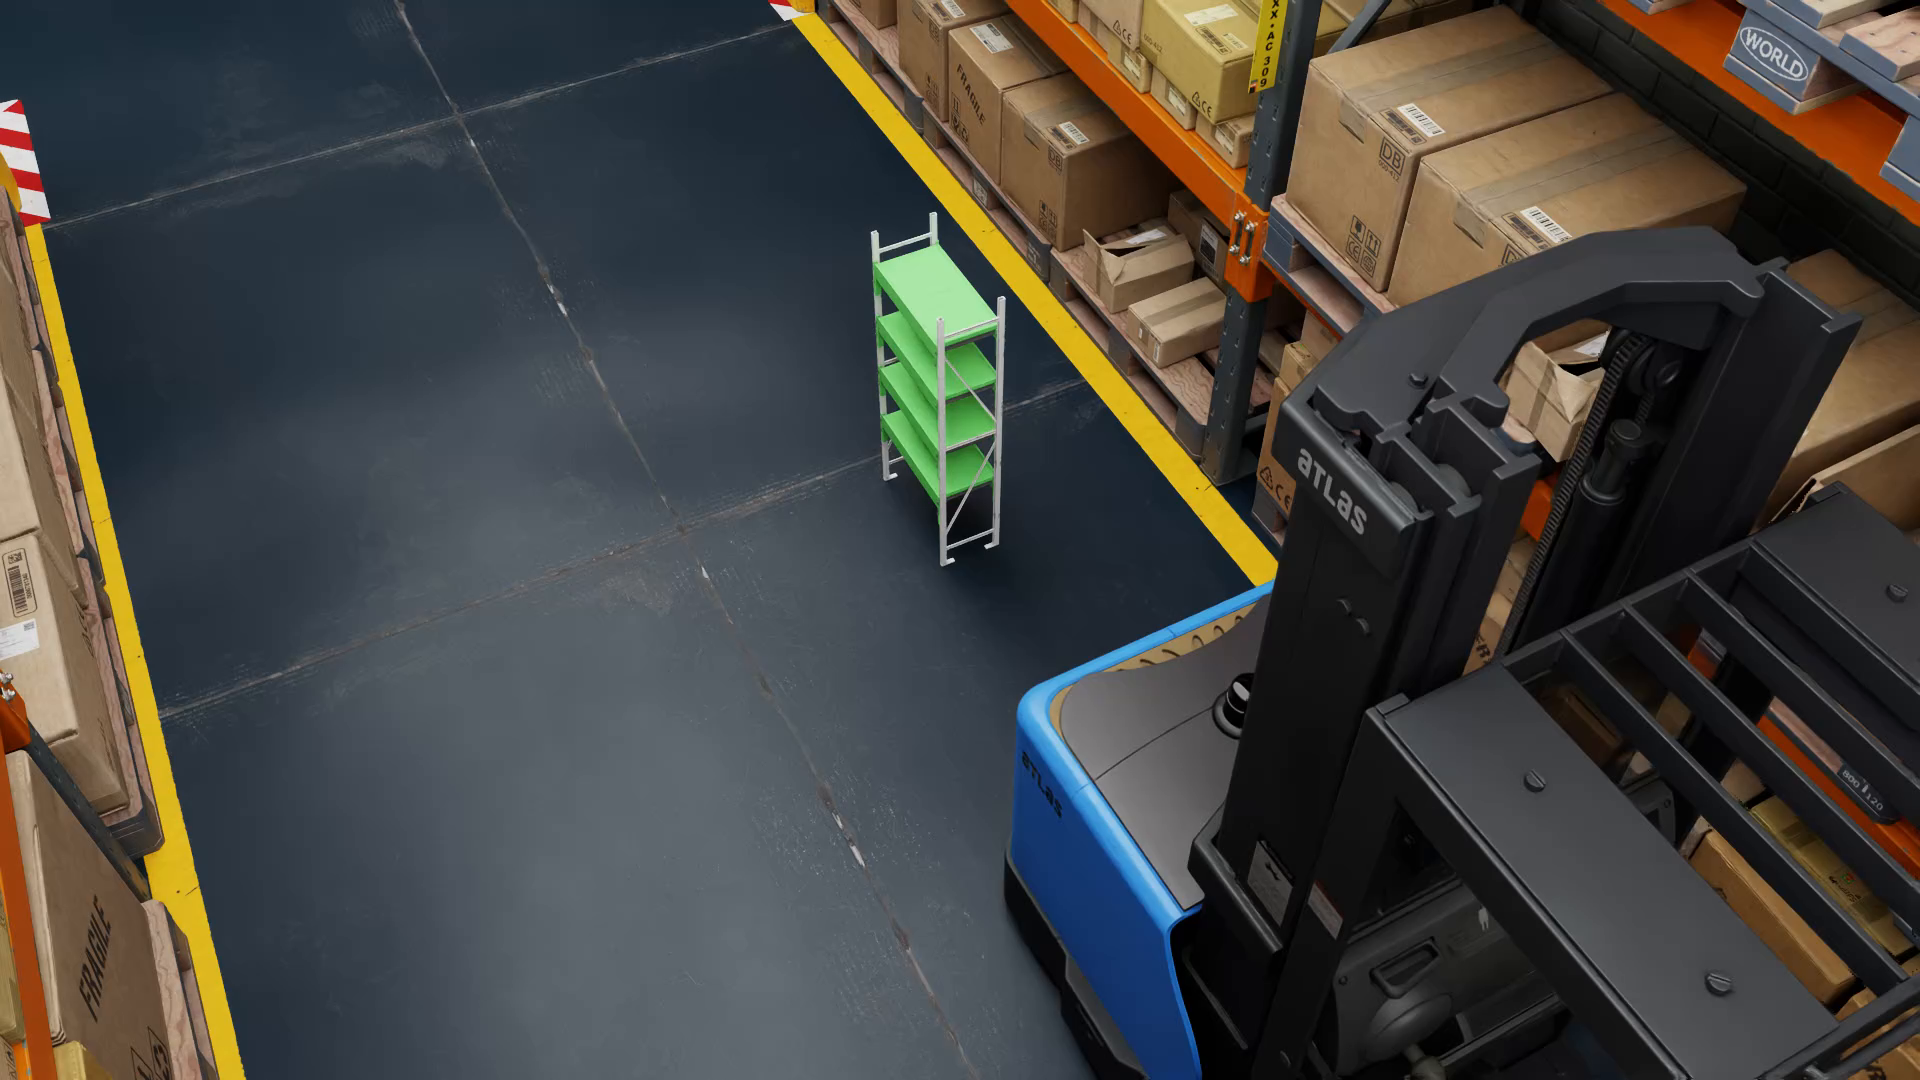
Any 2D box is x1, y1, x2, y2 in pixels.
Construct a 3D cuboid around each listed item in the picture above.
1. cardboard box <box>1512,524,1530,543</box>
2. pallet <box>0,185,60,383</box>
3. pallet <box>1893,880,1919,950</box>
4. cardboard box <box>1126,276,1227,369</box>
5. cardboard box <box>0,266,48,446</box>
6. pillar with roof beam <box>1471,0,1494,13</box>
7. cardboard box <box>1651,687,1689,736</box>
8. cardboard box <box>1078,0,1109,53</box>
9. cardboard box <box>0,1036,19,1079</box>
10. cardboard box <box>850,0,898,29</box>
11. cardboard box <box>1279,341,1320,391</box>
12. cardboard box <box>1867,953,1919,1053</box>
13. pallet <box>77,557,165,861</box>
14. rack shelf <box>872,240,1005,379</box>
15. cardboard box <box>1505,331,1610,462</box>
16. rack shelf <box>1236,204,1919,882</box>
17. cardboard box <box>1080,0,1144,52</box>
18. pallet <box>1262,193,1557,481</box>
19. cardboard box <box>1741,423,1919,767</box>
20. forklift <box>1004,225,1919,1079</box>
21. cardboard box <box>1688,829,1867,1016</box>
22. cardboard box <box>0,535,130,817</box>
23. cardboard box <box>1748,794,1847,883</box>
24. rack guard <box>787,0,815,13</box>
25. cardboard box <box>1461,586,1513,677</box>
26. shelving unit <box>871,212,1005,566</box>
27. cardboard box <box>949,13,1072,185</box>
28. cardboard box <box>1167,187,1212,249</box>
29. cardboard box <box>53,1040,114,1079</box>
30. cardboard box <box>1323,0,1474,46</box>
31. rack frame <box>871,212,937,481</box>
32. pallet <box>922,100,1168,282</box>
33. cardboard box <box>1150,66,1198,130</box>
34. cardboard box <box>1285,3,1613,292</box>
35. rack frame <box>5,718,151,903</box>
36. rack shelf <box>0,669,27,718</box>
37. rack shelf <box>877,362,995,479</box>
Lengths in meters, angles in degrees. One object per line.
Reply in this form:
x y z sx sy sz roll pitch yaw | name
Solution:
1.795 -0.090 5.287 0.380 0.149 0.250 -22 52 -18 | cardboard box
-4.400 -0.937 6.929 1.003 0.211 1.213 -21 52 -18 | pallet
2.864 0.913 3.587 1.213 0.211 1.003 -21 52 -18 | pallet
0.891 -0.870 6.633 0.380 0.149 0.250 -23 53 -19 | cardboard box
-4.018 -0.641 6.241 0.875 0.438 0.875 -20 52 -17 | cardboard box
-1.938 -2.667 2.604 9.100 9.000 0.400 -21 52 -18 | pillar with roof beam
2.137 0.428 4.834 0.380 0.149 0.250 -21 52 -17 | cardboard box
0.661 -1.959 6.138 0.380 0.149 0.250 -20 52 -17 | cardboard box
-2.130 1.262 3.253 0.500 0.250 0.500 -22 53 -18 | cardboard box
-0.228 -2.950 8.217 0.797 0.503 0.637 -23 53 -19 | cardboard box
1.334 -0.595 5.729 0.380 0.149 0.250 -19 51 -16 | cardboard box
2.552 1.143 4.208 0.380 0.149 0.250 -23 53 -19 | cardboard box
-3.284 0.696 5.501 1.003 0.211 1.213 -21 52 -18 | pallet
-0.076 -0.780 5.582 0.258 0.148 0.480 -21 52 -18 | rack shelf
1.701 -0.430 4.444 0.396 0.266 0.258 -19 51 -16 | cardboard box
2.322 0.177 4.580 1.077 0.370 4.000 -21 52 -18 | rack shelf
0.714 -2.034 5.938 0.500 0.250 0.500 -21 52 -17 | cardboard box
1.675 -0.763 5.052 1.003 0.211 1.213 -21 52 -18 | pallet
2.326 0.078 3.842 0.797 0.503 0.637 -22 52 -18 | cardboard box
1.280 0.962 3.461 1.130 2.935 3.031 -22 52 -18 | forklift
2.391 1.067 4.706 0.500 0.500 0.500 -19 52 -16 | cardboard box
-3.197 0.562 5.189 0.875 0.438 0.875 -22 52 -18 | cardboard box
2.357 0.784 4.522 0.380 0.149 0.250 -22 52 -18 | cardboard box
-0.389 -3.202 8.718 1.175 0.500 0.348 -21 52 -18 | rack guard
1.905 0.376 5.310 0.500 0.500 0.500 -23 53 -19 | cardboard box
-0.076 -0.506 5.895 0.258 1.200 0.503 -21 52 -18 | shelving unit
0.281 -1.975 7.366 0.500 0.500 0.500 -20 52 -17 | cardboard box
1.116 -1.412 7.107 0.380 0.149 0.250 -22 52 -18 | cardboard box
-2.230 1.864 3.759 0.875 0.875 0.875 -20 52 -16 | cardboard box
1.420 -1.871 5.796 0.500 0.250 0.500 -22 52 -18 | cardboard box
-0.187 -0.669 6.038 0.240 1.200 0.015 -21 52 -18 | rack frame
0.531 -1.758 7.647 1.003 0.211 1.213 -21 52 -18 | pallet
0.898 -1.609 5.831 0.380 0.149 0.250 -20 52 -17 | cardboard box
1.429 -1.169 4.934 0.700 0.500 0.500 -20 52 -17 | cardboard box
-3.005 0.314 3.983 1.000 3.000 0.127 -21 52 -18 | rack frame
-3.920 -0.788 5.424 1.077 0.370 4.000 -21 52 -18 | rack shelf
-0.076 -0.464 5.943 0.258 0.148 0.480 -21 52 -18 | rack shelf
